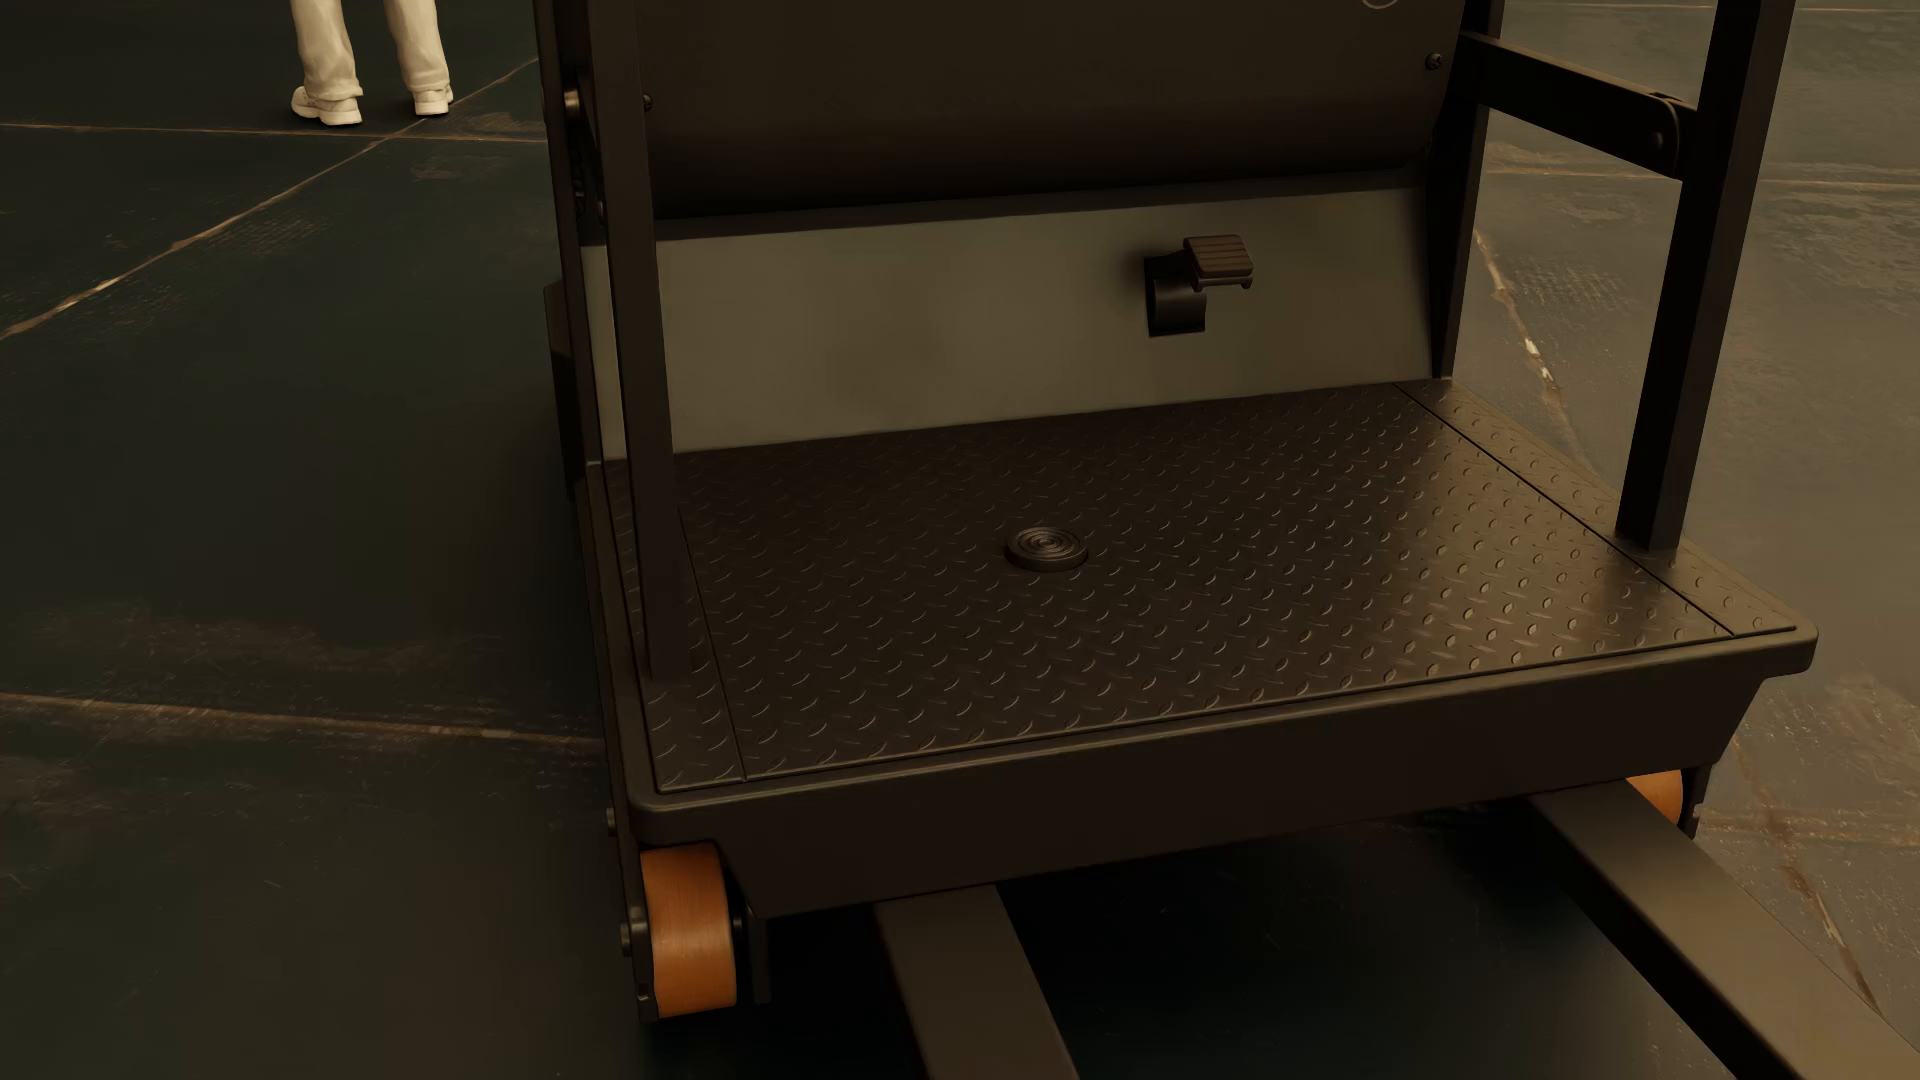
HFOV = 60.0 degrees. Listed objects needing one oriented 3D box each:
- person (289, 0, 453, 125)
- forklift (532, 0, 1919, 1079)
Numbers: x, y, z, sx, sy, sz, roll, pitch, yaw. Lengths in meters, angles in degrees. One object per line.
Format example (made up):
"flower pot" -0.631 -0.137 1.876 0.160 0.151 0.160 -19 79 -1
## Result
"person" -1.821 -2.104 4.732 0.643 1.772 0.431 -16 31 -29
"forklift" 0.153 -1.049 1.319 1.130 2.935 3.031 -7 27 -13
